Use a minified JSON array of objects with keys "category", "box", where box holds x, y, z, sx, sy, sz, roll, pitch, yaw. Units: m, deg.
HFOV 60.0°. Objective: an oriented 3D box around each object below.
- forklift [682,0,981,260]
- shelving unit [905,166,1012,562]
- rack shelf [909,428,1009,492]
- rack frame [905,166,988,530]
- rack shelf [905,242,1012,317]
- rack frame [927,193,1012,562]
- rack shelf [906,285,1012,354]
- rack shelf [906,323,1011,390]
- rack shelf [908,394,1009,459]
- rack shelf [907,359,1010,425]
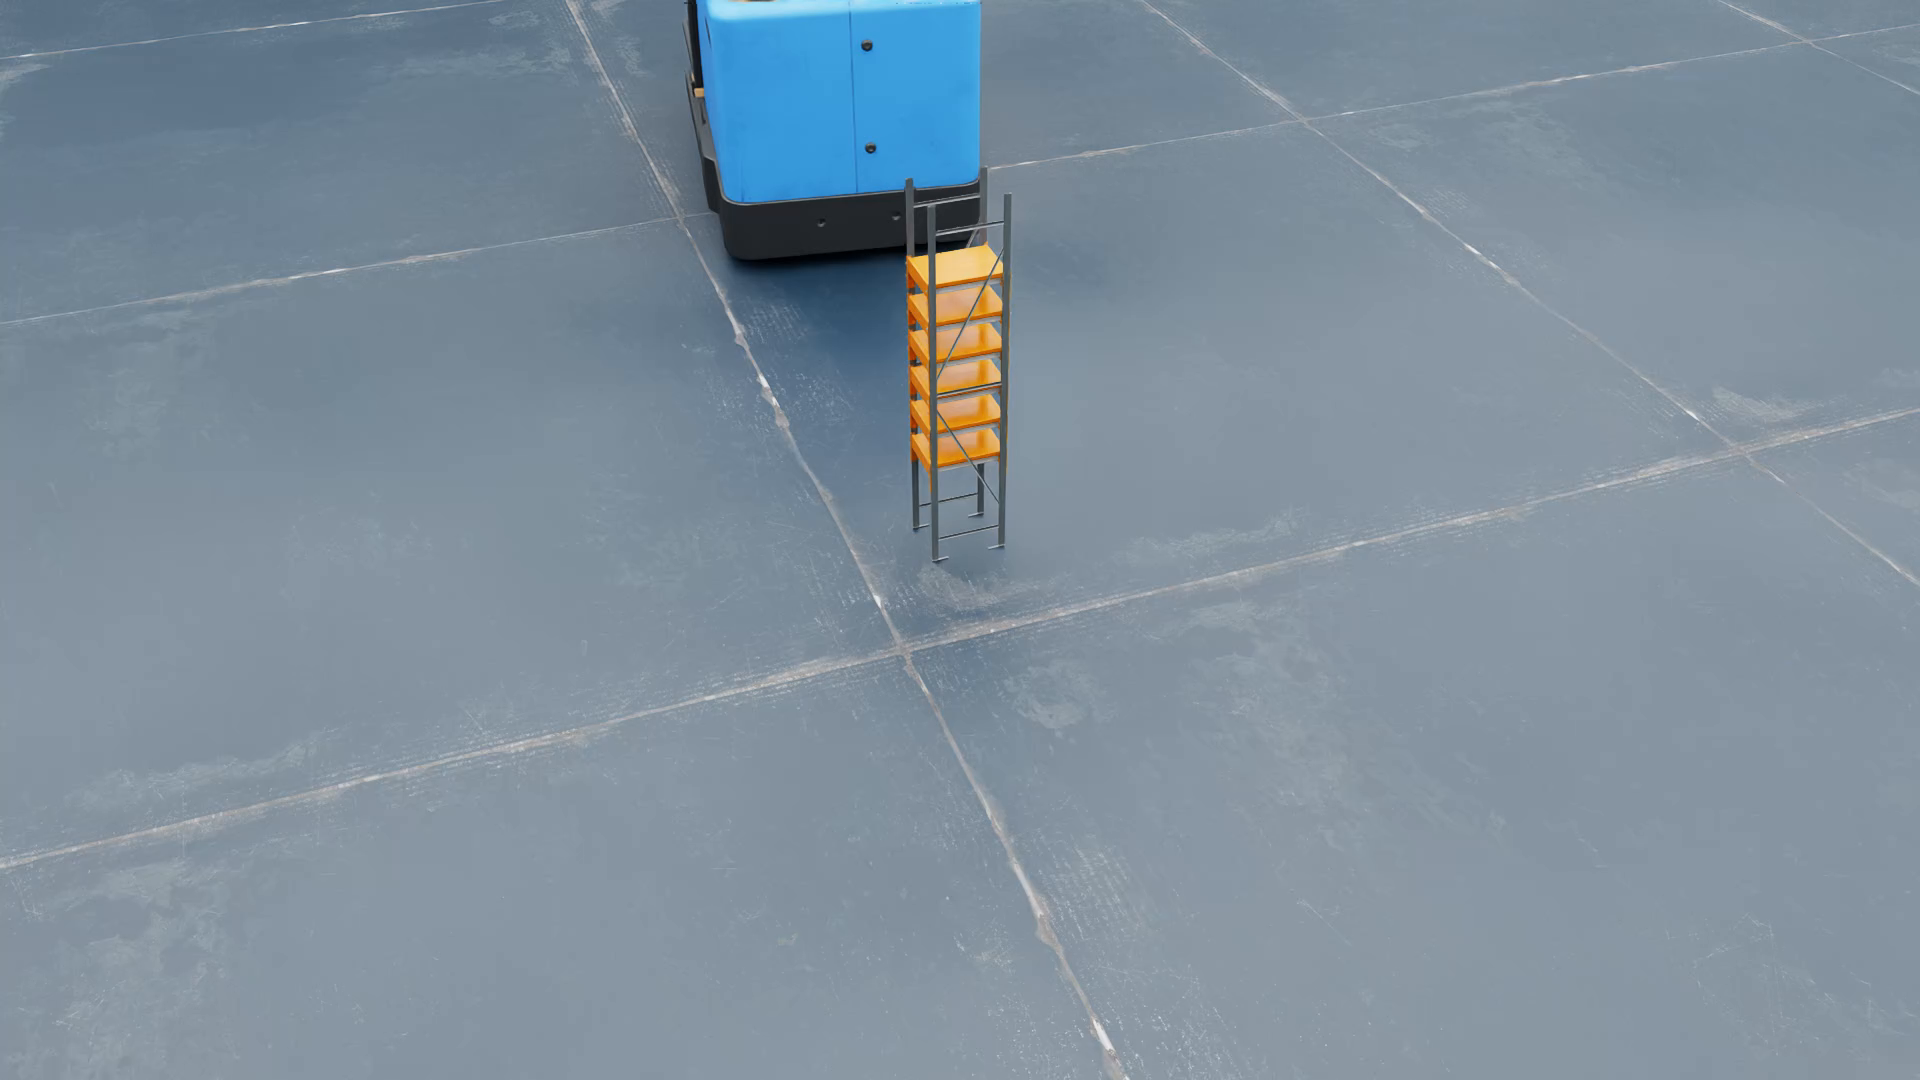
[{"category":"forklift","box":[-0.705,-3.170,7.023,1.130,2.935,3.031,-7,38,-9]},{"category":"shelving unit","box":[-0.005,-0.487,4.900,0.258,1.200,0.189,-12,39,-16]},{"category":"rack shelf","box":[-0.005,-0.260,5.071,0.258,0.103,0.180,-12,39,-16]},{"category":"rack frame","box":[-0.036,-0.539,4.968,0.240,1.200,0.006,-12,39,-16]},{"category":"rack shelf","box":[-0.005,-0.739,4.710,0.258,0.103,0.180,-12,39,-16]},{"category":"rack frame","box":[0.026,-0.436,4.831,0.240,1.200,0.006,-12,39,-16]},{"category":"rack shelf","box":[-0.005,-0.644,4.782,0.258,0.103,0.180,-12,39,-16]},{"category":"rack shelf","box":[-0.005,-0.548,4.854,0.258,0.103,0.180,-12,39,-16]},{"category":"rack shelf","box":[-0.005,-0.356,4.999,0.258,0.103,0.180,-12,39,-16]},{"category":"rack shelf","box":[-0.005,-0.452,4.927,0.258,0.103,0.180,-12,39,-16]}]
